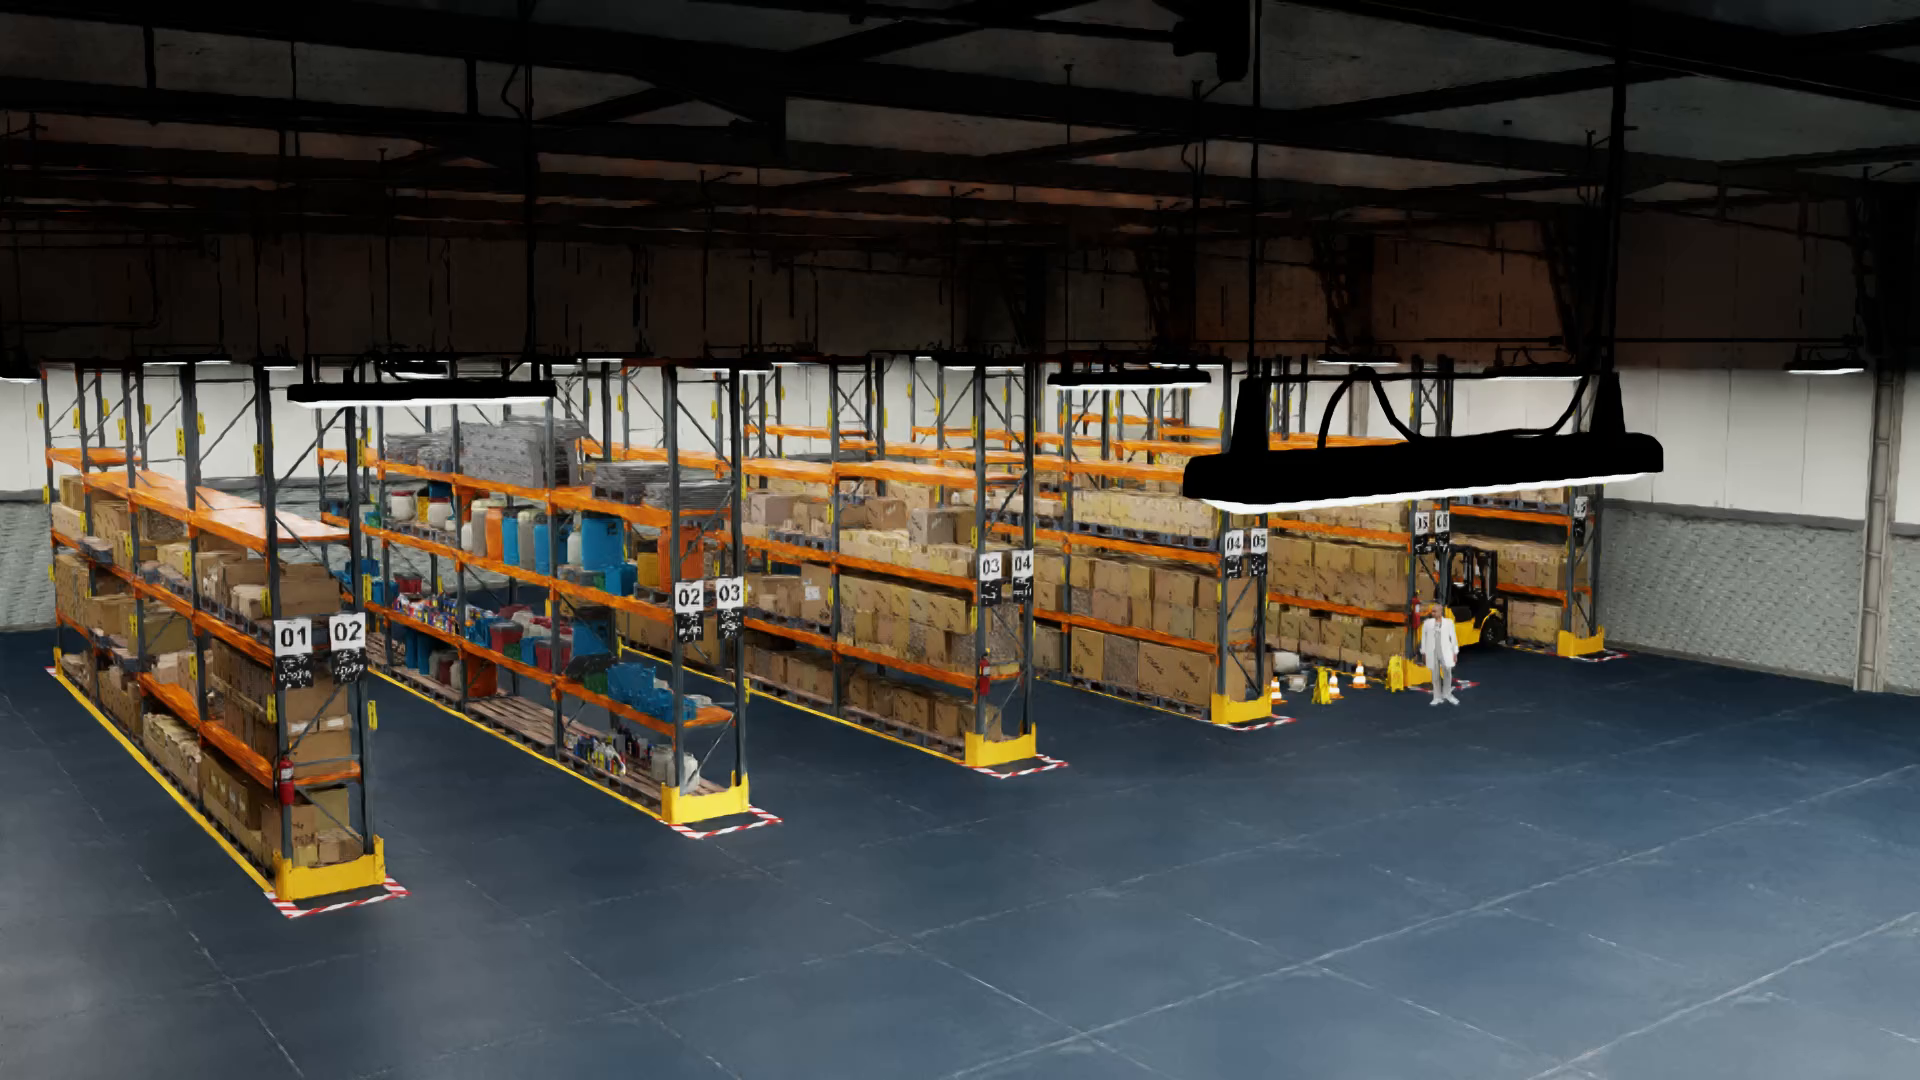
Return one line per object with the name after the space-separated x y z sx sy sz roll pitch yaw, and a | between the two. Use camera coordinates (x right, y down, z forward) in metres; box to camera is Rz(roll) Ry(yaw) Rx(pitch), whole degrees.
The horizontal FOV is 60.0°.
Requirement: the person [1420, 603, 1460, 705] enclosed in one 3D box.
8.347 1.964 28.873 0.687 1.745 0.454 3 7 21 | person

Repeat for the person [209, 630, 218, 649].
-13.878 1.756 31.046 0.590 1.678 0.384 6 9 43 | person
